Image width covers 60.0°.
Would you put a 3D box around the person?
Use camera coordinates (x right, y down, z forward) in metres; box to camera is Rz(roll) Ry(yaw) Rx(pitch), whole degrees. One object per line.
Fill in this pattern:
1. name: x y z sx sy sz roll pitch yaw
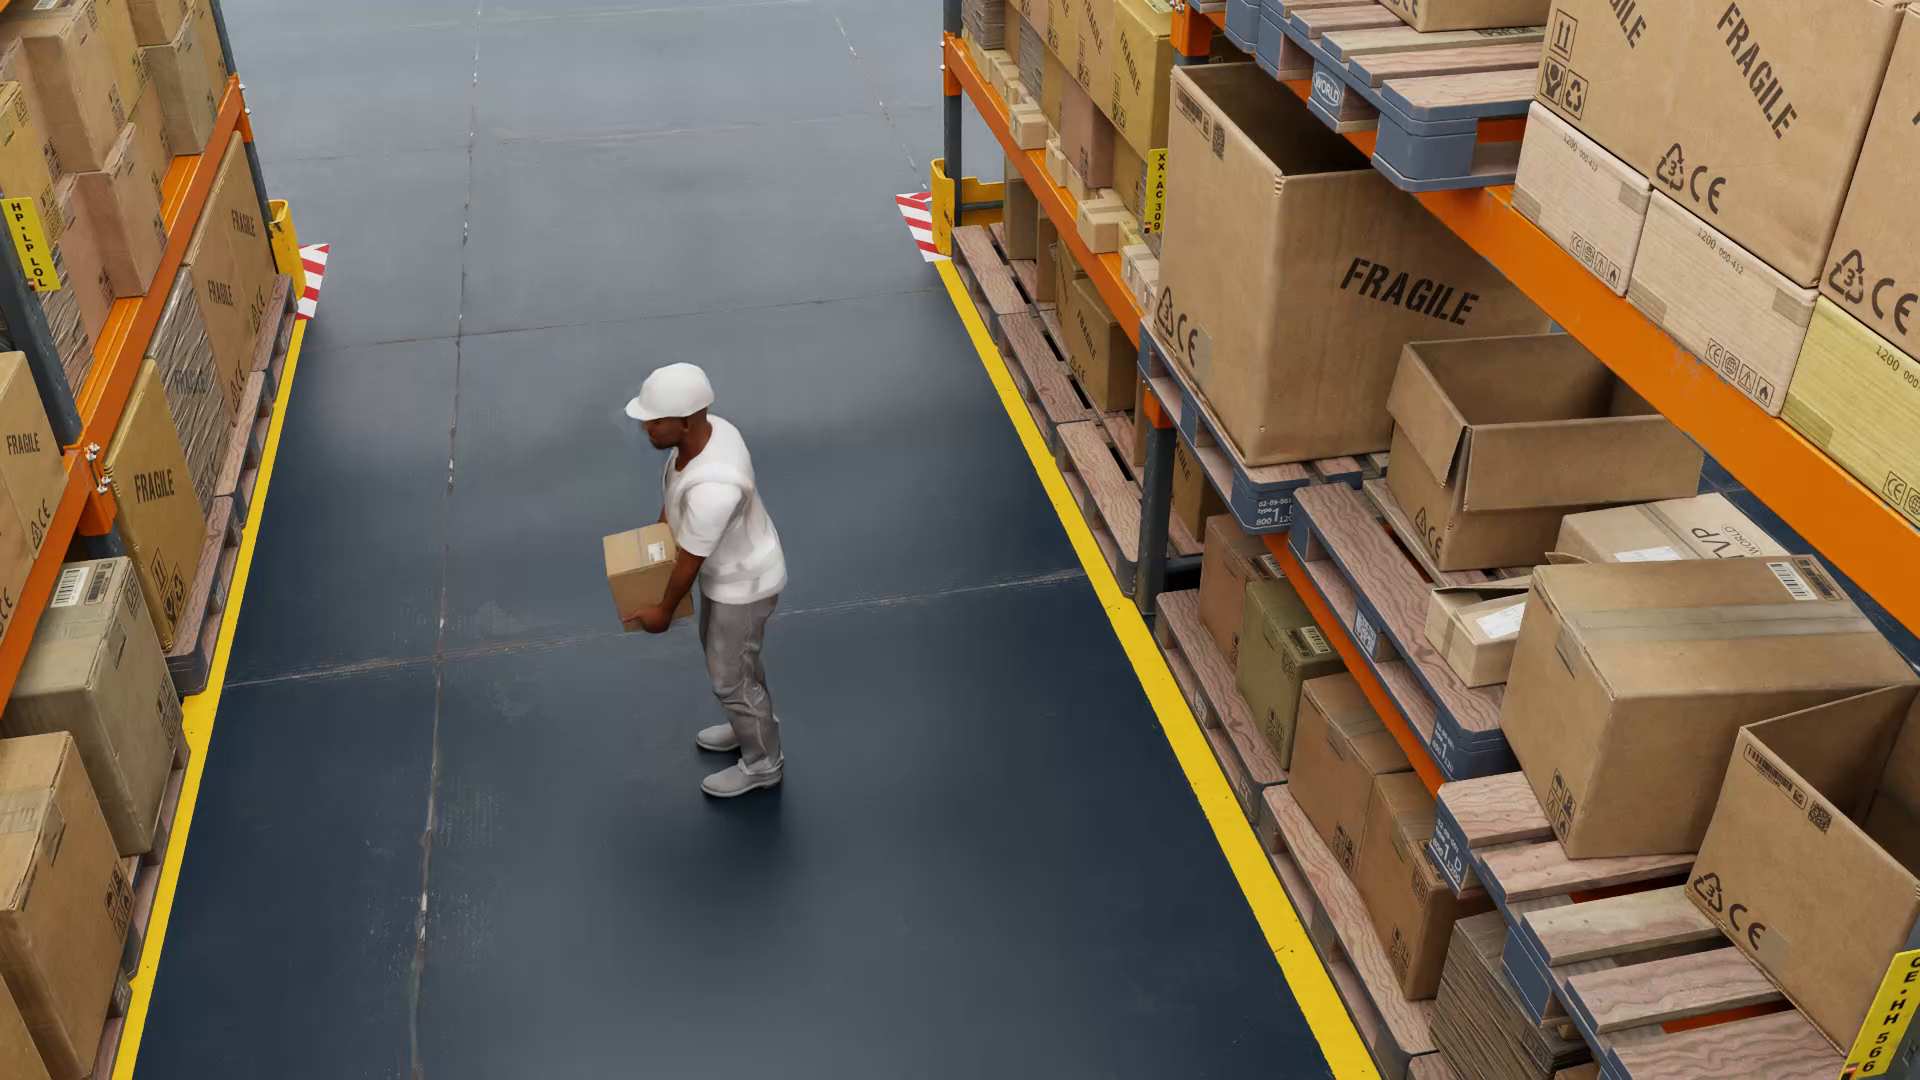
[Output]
1. person: -0.912 0.154 5.911 0.592 1.746 0.501 -8 35 -11
